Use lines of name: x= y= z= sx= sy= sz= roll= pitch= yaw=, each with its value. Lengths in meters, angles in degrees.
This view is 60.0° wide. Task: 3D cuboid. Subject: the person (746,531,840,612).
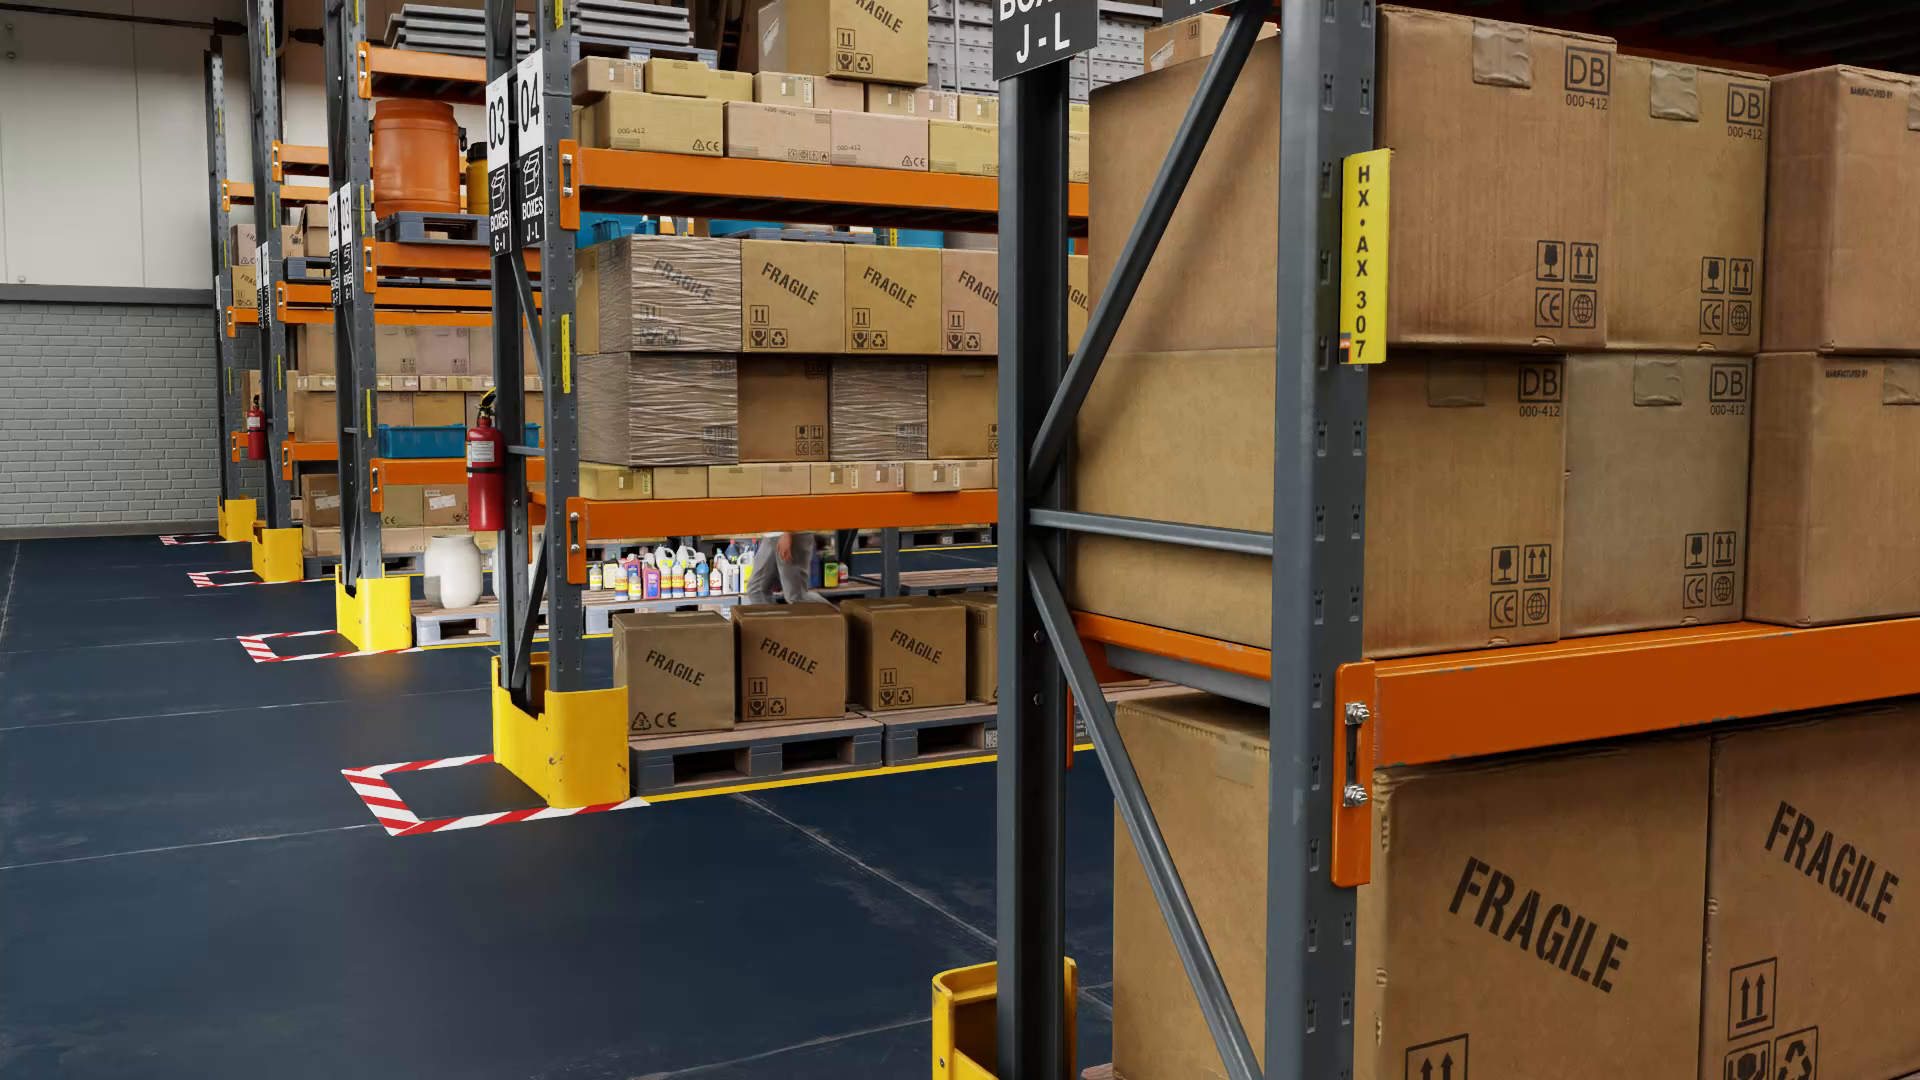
person: x=-1.058 y=-0.058 z=10.760 sx=0.856 sy=1.741 sz=0.543 roll=-1 pitch=5 yaw=-12
